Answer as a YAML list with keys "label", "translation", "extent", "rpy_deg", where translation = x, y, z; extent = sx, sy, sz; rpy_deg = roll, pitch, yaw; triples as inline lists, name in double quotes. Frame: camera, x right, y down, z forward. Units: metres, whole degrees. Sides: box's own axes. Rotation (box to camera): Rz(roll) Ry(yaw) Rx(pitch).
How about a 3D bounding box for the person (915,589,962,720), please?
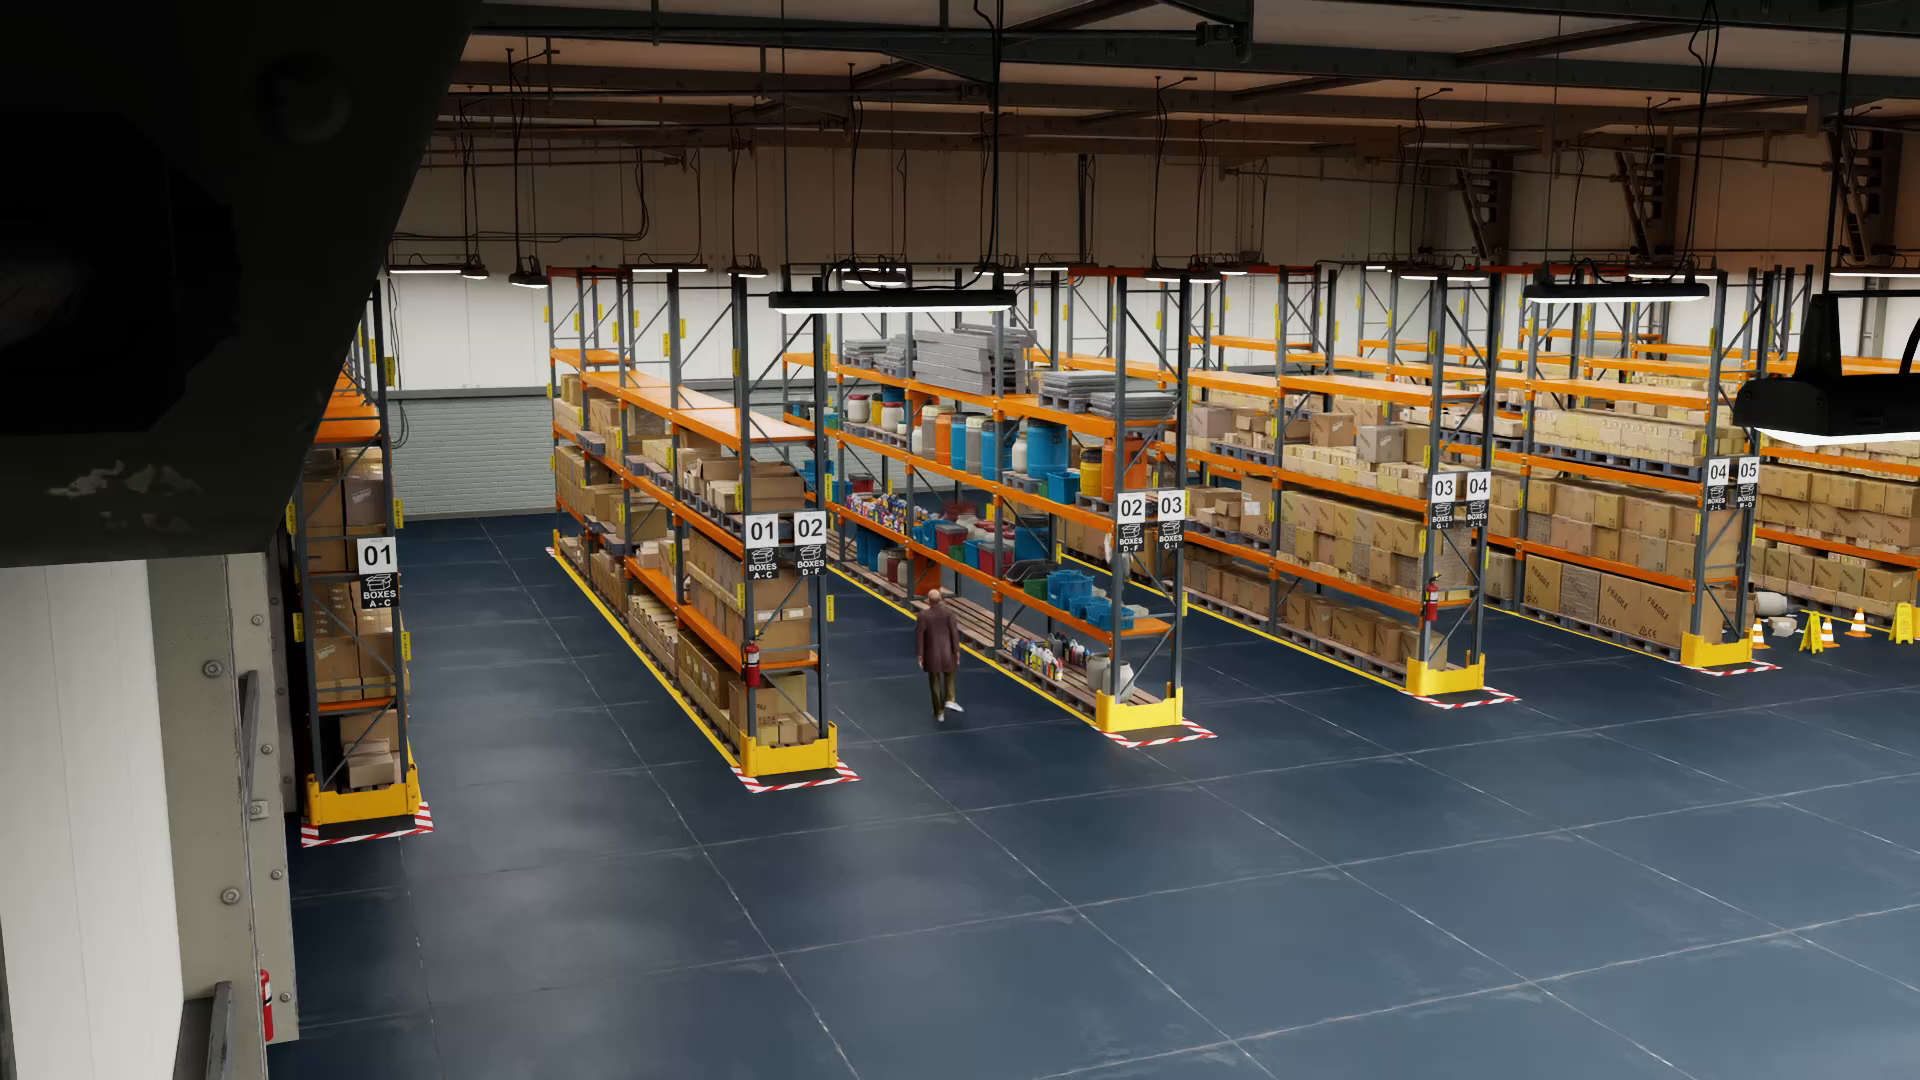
- label: "person"
  translation: [-0.286, 1.560, 22.567]
  extent: [0.625, 1.769, 0.571]
  rpy_deg: [-2, 10, -9]

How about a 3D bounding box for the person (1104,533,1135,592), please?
- label: "person"
  translation: [2.881, 0.222, 30.023]
  extent: [0.550, 1.586, 0.678]
  rpy_deg: [-2, 10, -10]
